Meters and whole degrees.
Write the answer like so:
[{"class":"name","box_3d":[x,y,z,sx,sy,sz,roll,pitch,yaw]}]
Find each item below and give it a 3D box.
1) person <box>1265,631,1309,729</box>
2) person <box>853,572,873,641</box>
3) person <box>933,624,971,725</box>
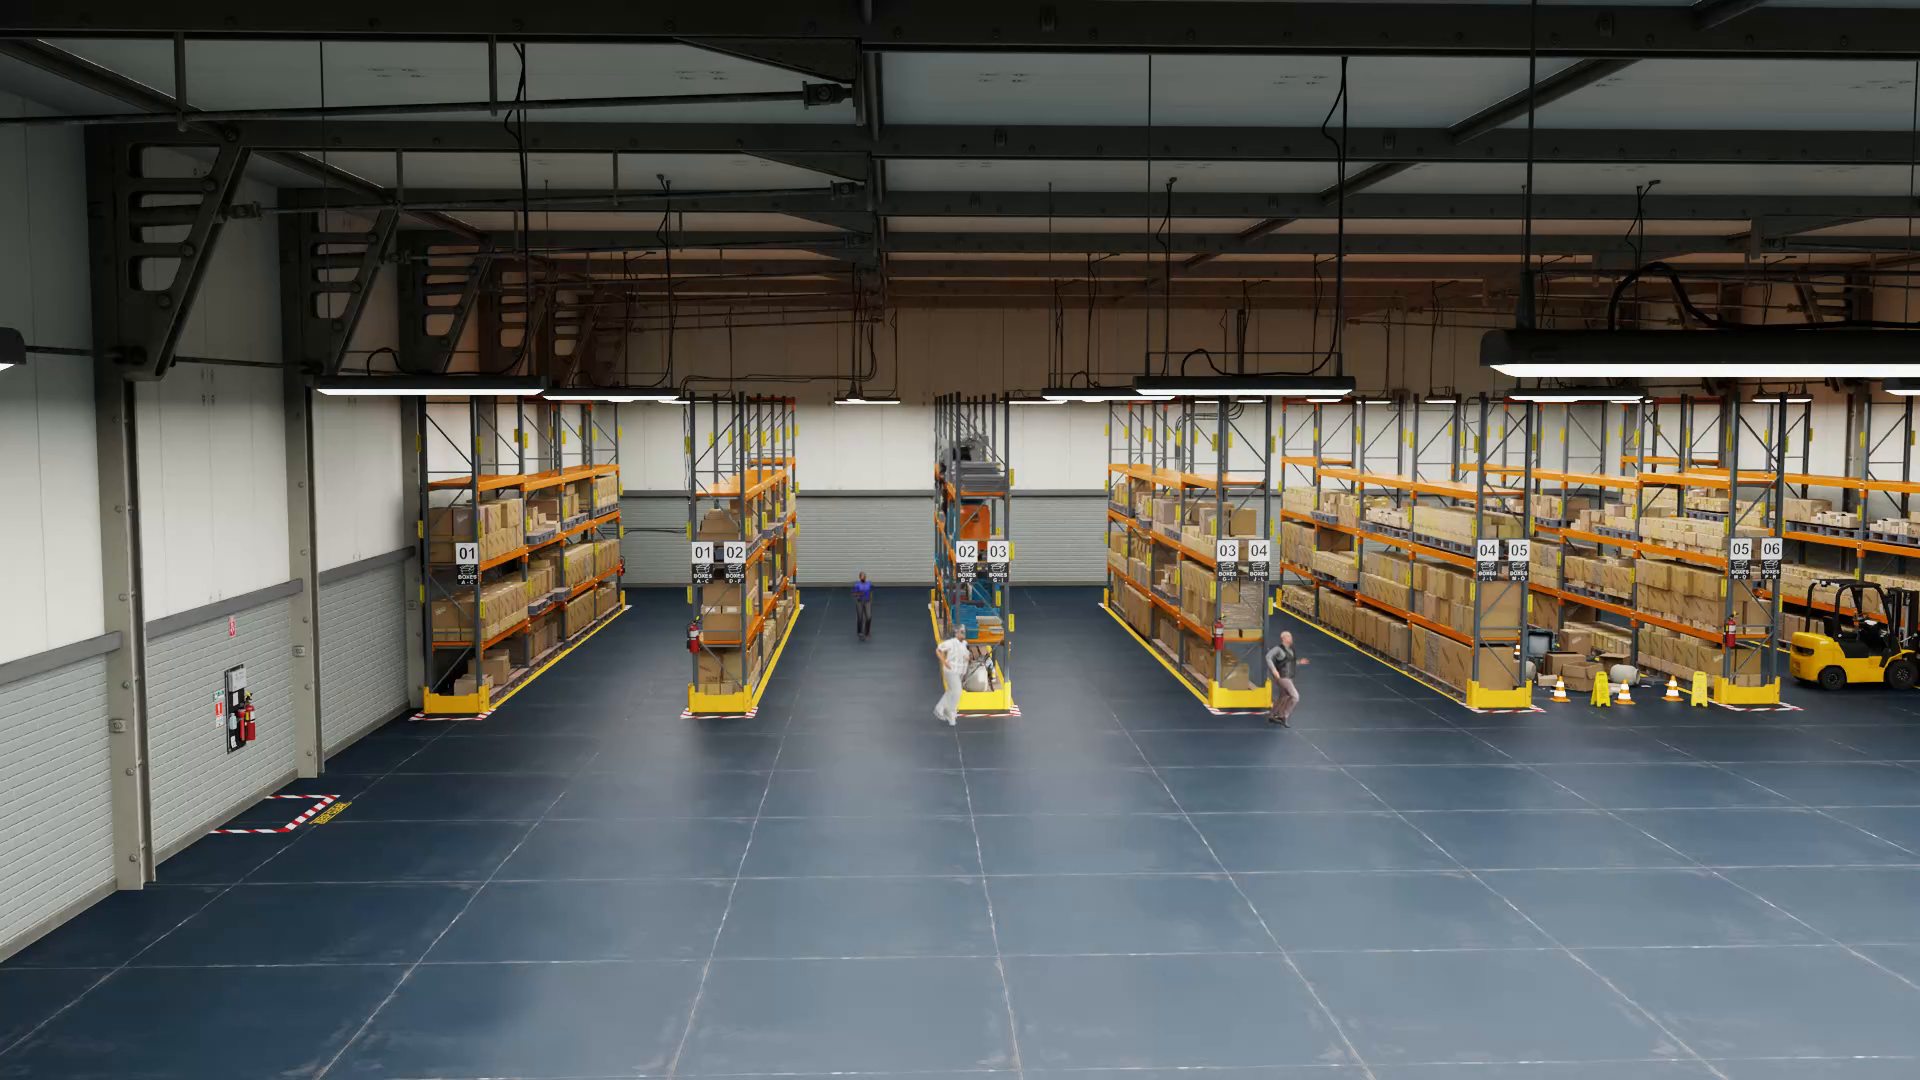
[{"class":"person","box_3d":[5.831,2.494,29.702,0.734,1.732,0.659,3,6,35]},{"class":"person","box_3d":[-2.364,1.635,40.826,0.555,1.713,0.702,-1,5,-15]},{"class":"person","box_3d":[-0.123,2.453,30.311,0.677,1.838,0.684,3,6,37]}]
